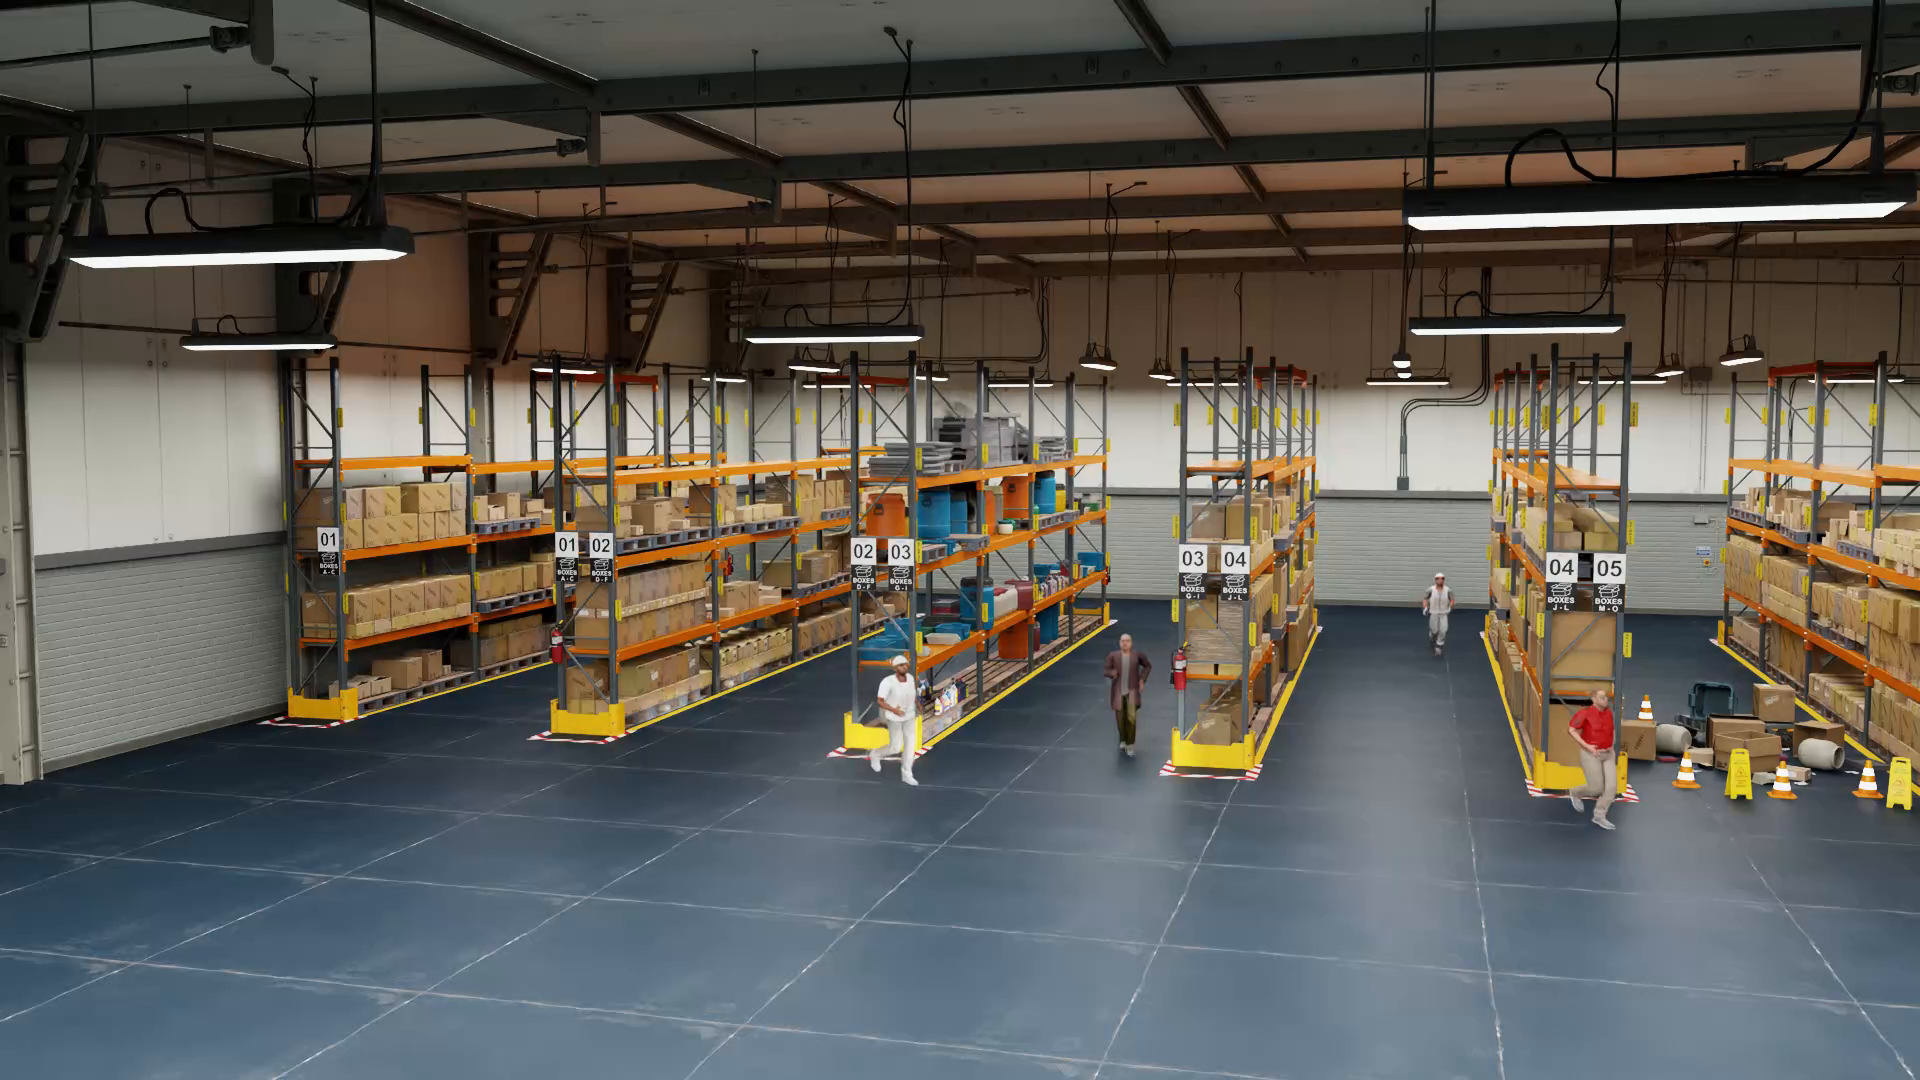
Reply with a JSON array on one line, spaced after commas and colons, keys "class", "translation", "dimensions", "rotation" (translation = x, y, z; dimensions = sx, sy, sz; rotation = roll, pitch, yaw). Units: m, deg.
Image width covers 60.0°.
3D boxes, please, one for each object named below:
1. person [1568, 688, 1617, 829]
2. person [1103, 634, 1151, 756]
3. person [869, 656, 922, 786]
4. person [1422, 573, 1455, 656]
[{"class": "person", "translation": [7.819, 2.667, 20.499], "dimensions": [0.704, 1.697, 0.664], "rotation": [-2, 4, -20]}, {"class": "person", "translation": [2.468, 2.311, 24.736], "dimensions": [0.685, 1.822, 0.757], "rotation": [1, 4, 13]}, {"class": "person", "translation": [-0.852, 2.458, 22.917], "dimensions": [0.708, 1.760, 0.863], "rotation": [-3, 5, -39]}, {"class": "person", "translation": [10.094, 1.566, 35.045], "dimensions": [0.667, 1.741, 0.601], "rotation": [1, 4, 10]}]
